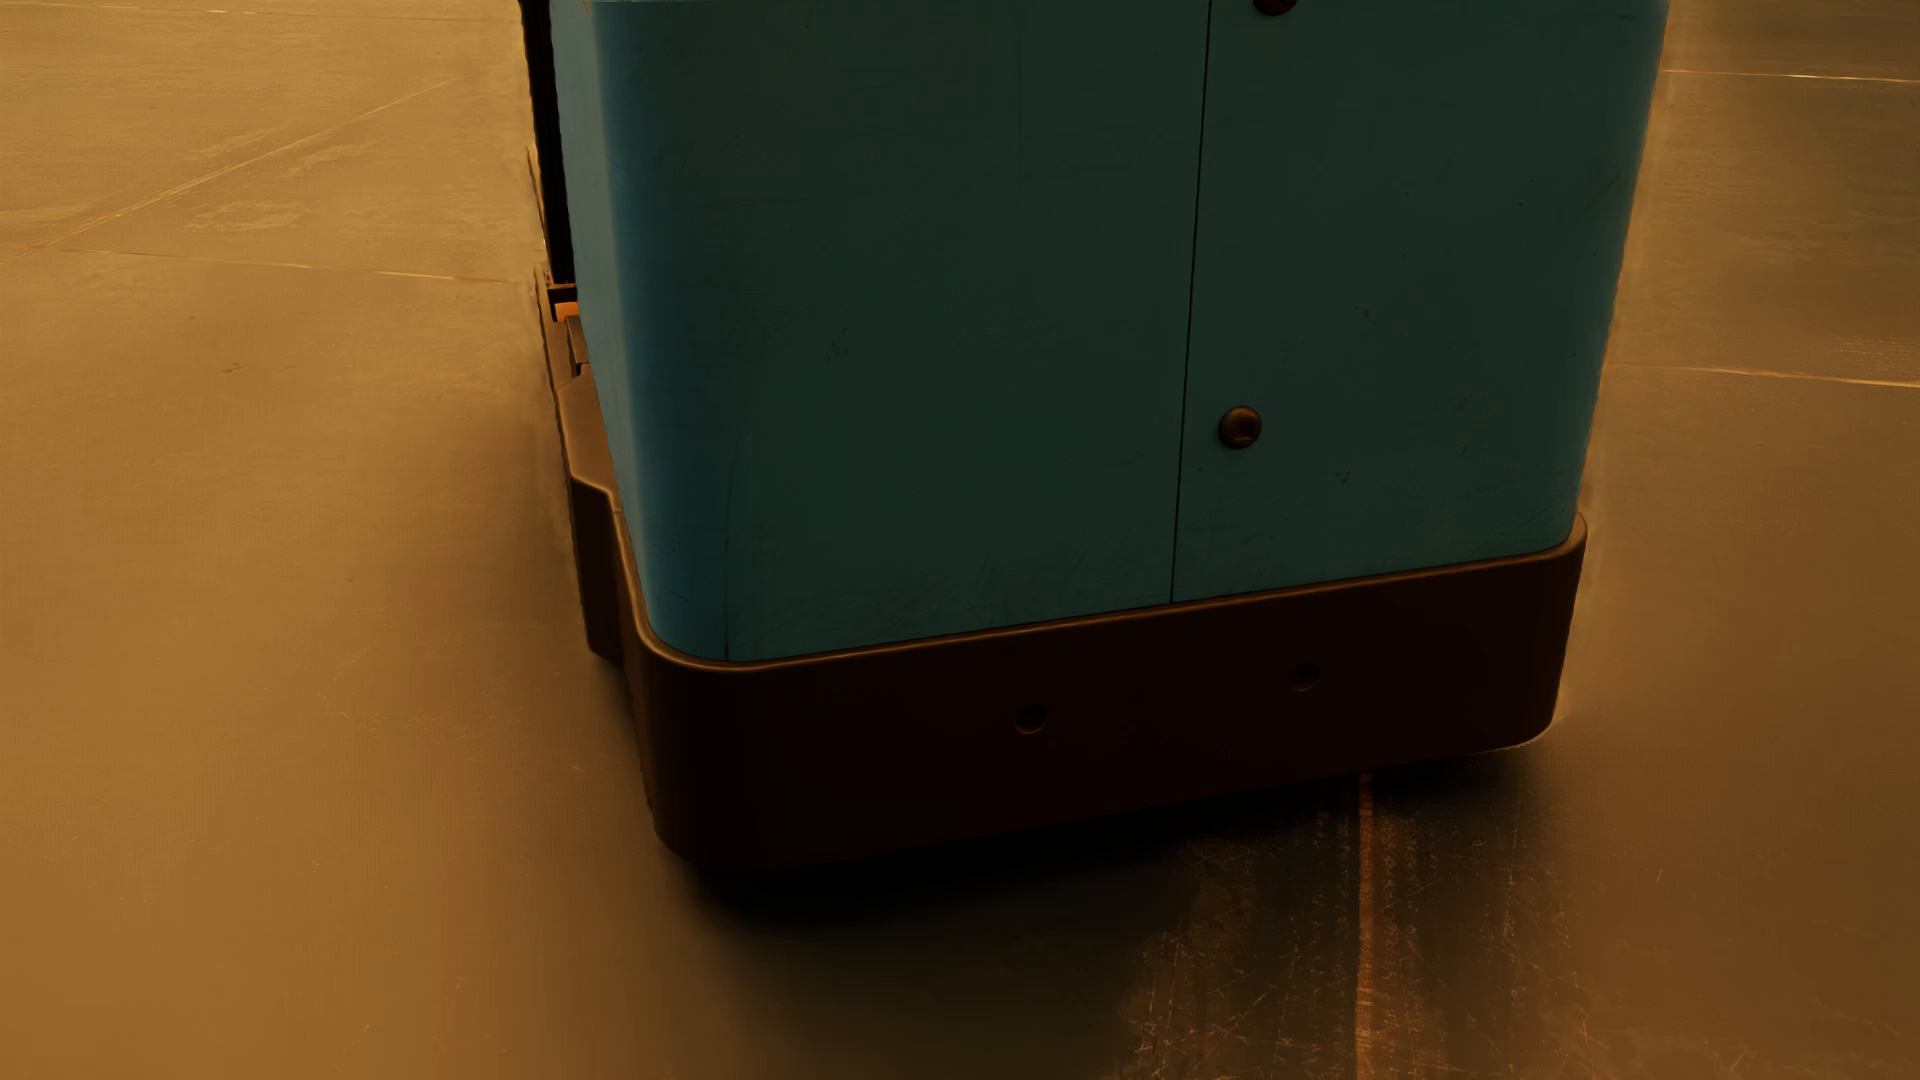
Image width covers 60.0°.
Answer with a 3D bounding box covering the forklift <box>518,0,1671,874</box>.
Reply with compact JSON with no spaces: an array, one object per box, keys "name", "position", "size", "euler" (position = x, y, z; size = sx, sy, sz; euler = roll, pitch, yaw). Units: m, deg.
[{"name":"forklift","position":[-0.191,-1.617,2.451],"size":[1.130,2.935,3.031],"euler":[-7,28,-14]}]
